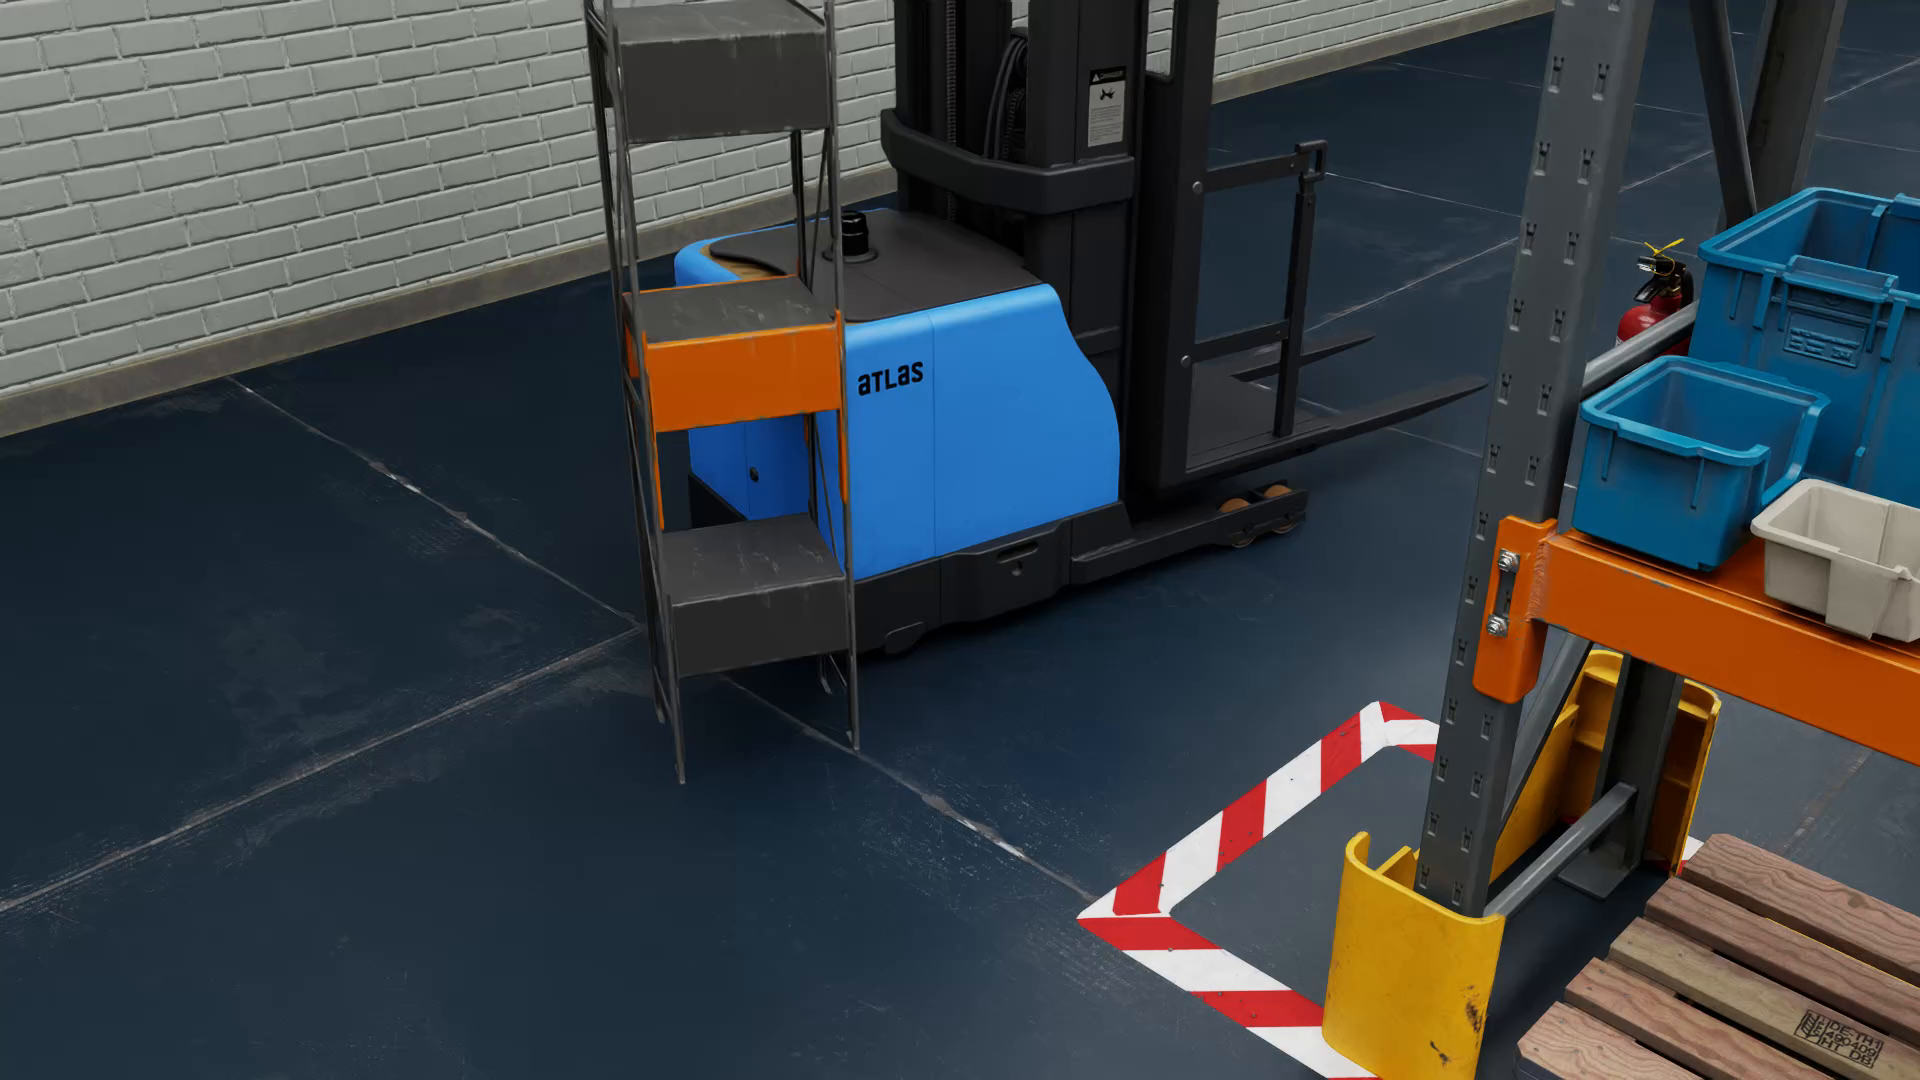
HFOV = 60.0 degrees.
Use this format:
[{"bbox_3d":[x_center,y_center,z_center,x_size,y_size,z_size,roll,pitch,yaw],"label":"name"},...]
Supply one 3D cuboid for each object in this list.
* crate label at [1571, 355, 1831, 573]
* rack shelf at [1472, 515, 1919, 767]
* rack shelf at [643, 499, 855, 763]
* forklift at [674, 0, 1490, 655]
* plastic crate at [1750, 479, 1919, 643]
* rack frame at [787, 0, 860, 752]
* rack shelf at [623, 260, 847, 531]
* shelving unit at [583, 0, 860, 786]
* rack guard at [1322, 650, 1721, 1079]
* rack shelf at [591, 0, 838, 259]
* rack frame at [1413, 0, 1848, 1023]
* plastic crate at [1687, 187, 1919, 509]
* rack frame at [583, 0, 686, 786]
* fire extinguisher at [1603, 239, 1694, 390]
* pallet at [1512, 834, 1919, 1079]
[{"bbox_3d":[1.276,-0.132,2.894,0.303,0.233,0.416,25,36,38],"label":"crate label"},{"bbox_3d":[2.757,0.602,2.156,4.000,0.370,1.077,25,36,38],"label":"rack shelf"},{"bbox_3d":[-0.582,0.241,4.569,0.480,0.518,0.431,-9,29,-17],"label":"rack shelf"},{"bbox_3d":[0.606,-1.460,5.377,3.031,2.935,1.130,-17,32,-29],"label":"forklift"},{"bbox_3d":[1.447,0.043,2.665,0.298,0.136,0.250,25,36,38],"label":"plastic crate"},{"bbox_3d":[-0.351,-0.428,4.307,0.015,2.100,0.400,-9,29,-17],"label":"rack frame"},{"bbox_3d":[-0.582,-0.379,4.244,0.480,0.518,0.431,-9,29,-17],"label":"rack shelf"},{"bbox_3d":[-0.582,-0.391,4.237,0.503,2.100,0.431,-9,29,-17],"label":"shelving unit"},{"bbox_3d":[1.305,0.733,3.818,0.348,0.500,1.175,25,36,38],"label":"rack guard"},{"bbox_3d":[-0.582,-0.998,3.918,0.480,0.518,0.431,-9,29,-17],"label":"rack shelf"},{"bbox_3d":[1.331,-0.369,3.230,0.127,3.000,1.000,25,36,38],"label":"rack frame"},{"bbox_3d":[1.701,-0.364,3.118,0.499,0.435,0.616,25,36,38],"label":"plastic crate"},{"bbox_3d":[-0.813,-0.354,4.167,0.015,2.100,0.400,-9,29,-17],"label":"rack frame"},{"bbox_3d":[1.542,-0.370,3.715,0.183,0.674,0.296,25,36,38],"label":"fire extinguisher"},{"bbox_3d":[1.892,1.147,3.342,1.213,0.211,1.003,25,36,38],"label":"pallet"}]
